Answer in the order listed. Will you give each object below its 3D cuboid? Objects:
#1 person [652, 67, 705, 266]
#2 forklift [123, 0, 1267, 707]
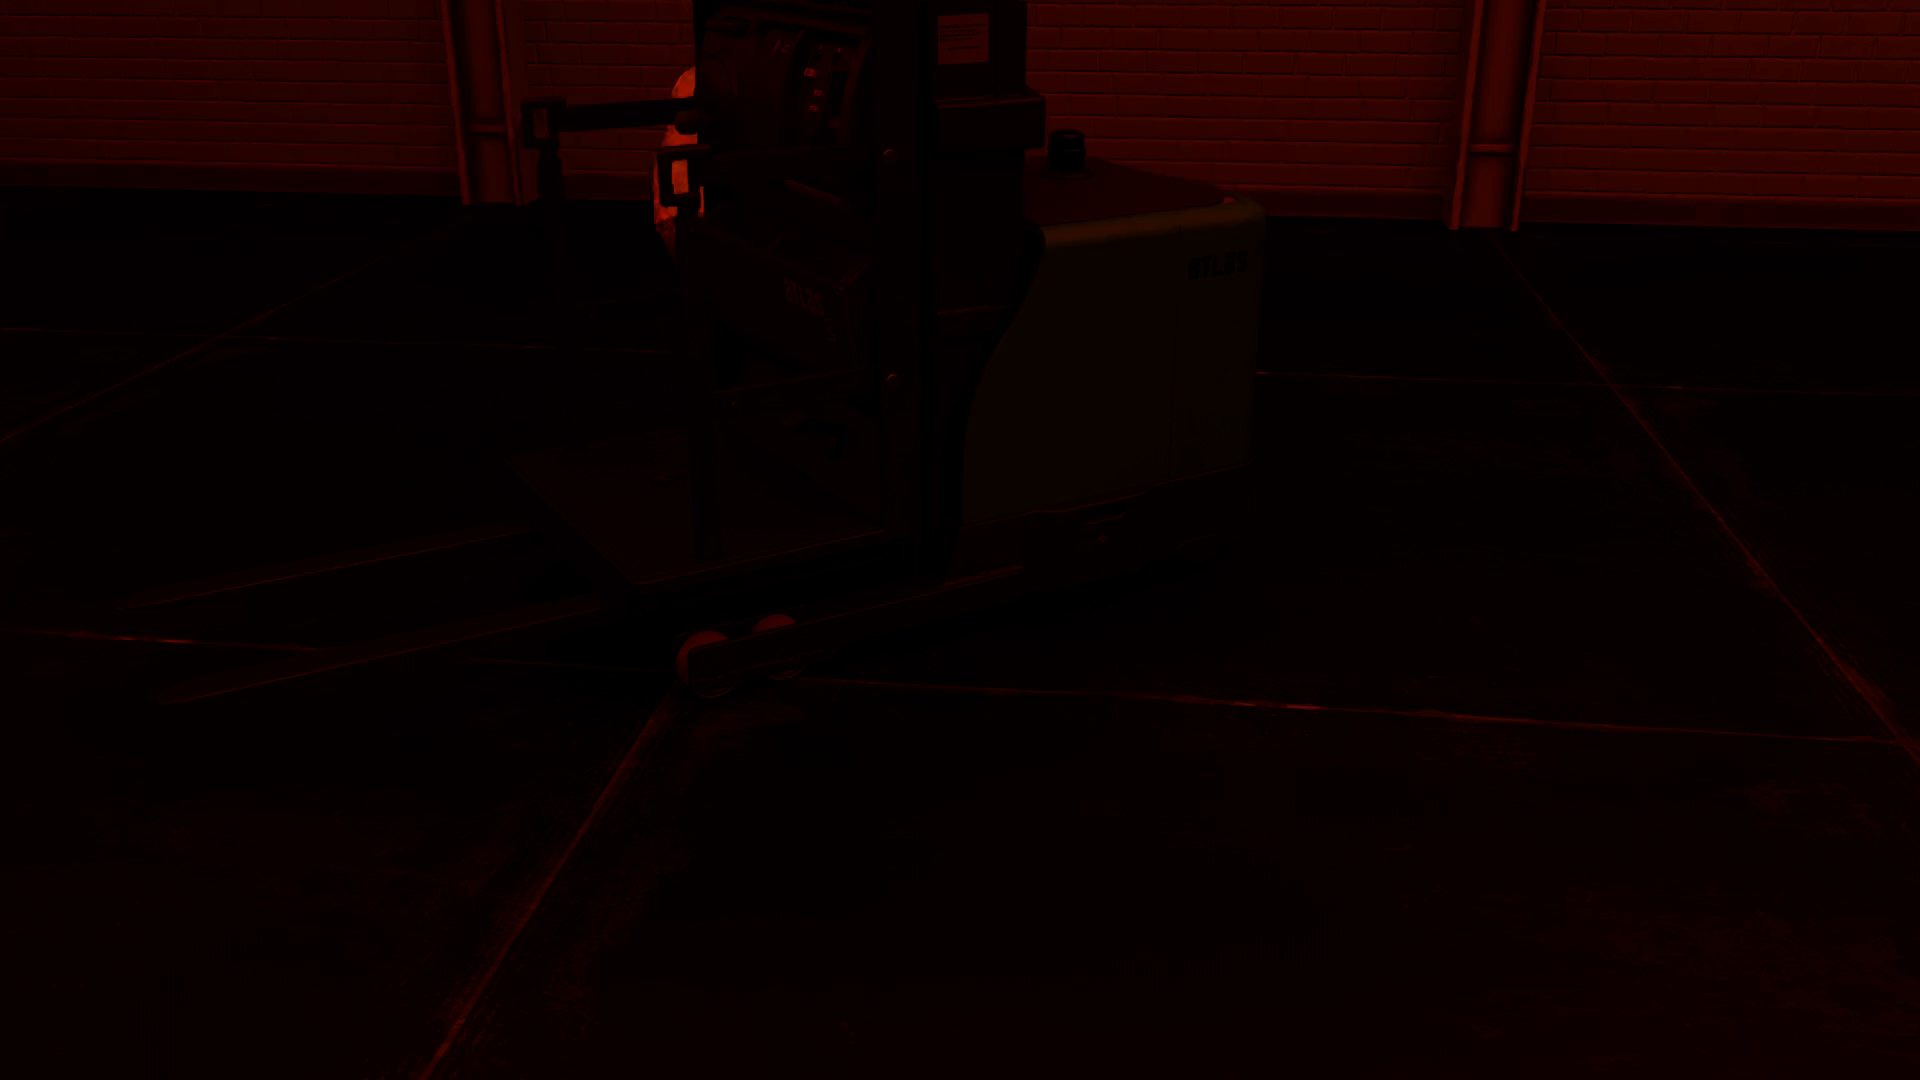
[{"bbox_3d":[-0.652,-1.249,6.202,0.960,1.519,0.929,10,24,23],"label":"person"},{"bbox_3d":[-0.646,-1.186,4.200,3.031,2.935,1.130,-13,25,-29],"label":"forklift"}]
